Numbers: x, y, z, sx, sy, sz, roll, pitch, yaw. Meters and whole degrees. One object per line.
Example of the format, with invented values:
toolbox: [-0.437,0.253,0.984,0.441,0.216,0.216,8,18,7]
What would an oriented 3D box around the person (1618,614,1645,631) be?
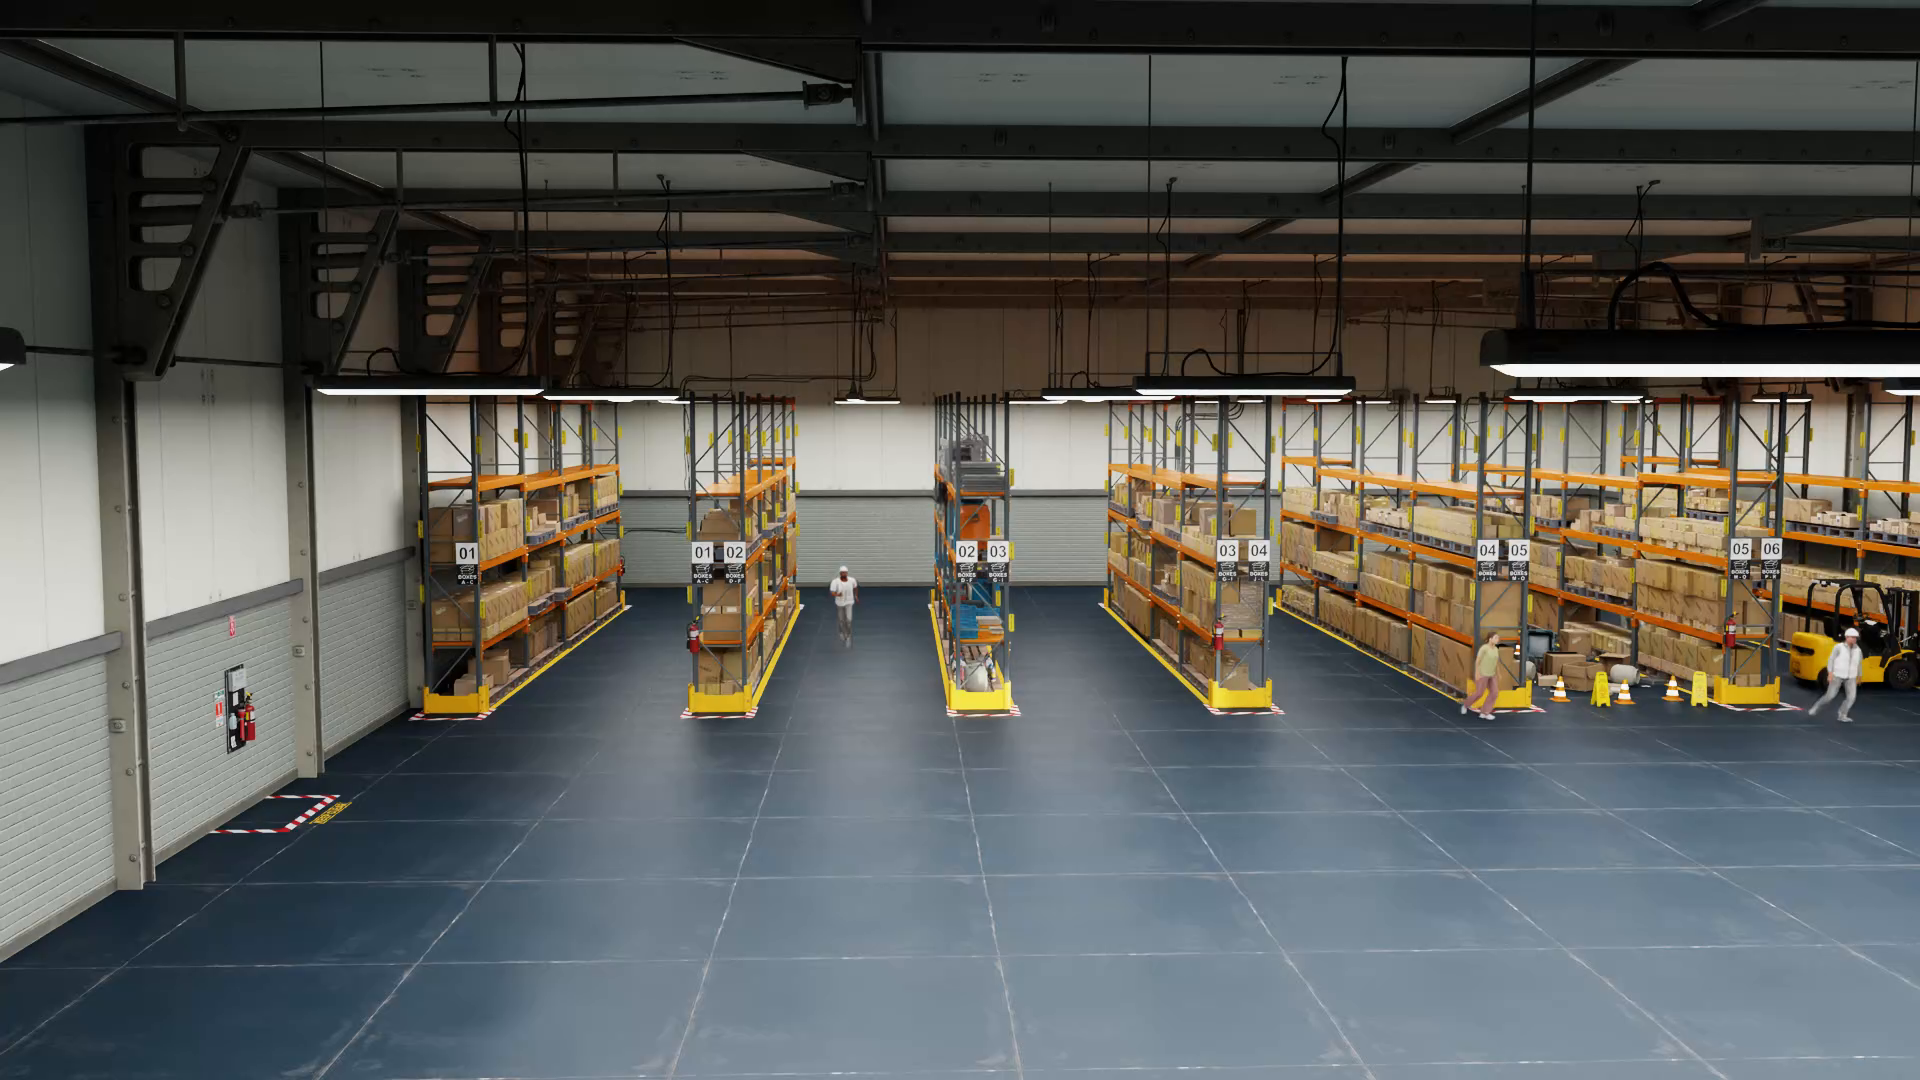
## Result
person: [17.038,1.476,42.245,0.700,1.753,1.063,-1,5,-11]

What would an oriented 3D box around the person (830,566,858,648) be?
person: [-2.644,1.529,38.077,0.661,1.875,0.805,-1,5,-8]

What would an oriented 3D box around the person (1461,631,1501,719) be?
person: [9.640,2.462,30.687,0.586,1.619,0.663,-3,5,-33]

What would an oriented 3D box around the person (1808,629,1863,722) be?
person: [15.957,2.442,30.257,0.817,1.709,0.609,0,5,0]
